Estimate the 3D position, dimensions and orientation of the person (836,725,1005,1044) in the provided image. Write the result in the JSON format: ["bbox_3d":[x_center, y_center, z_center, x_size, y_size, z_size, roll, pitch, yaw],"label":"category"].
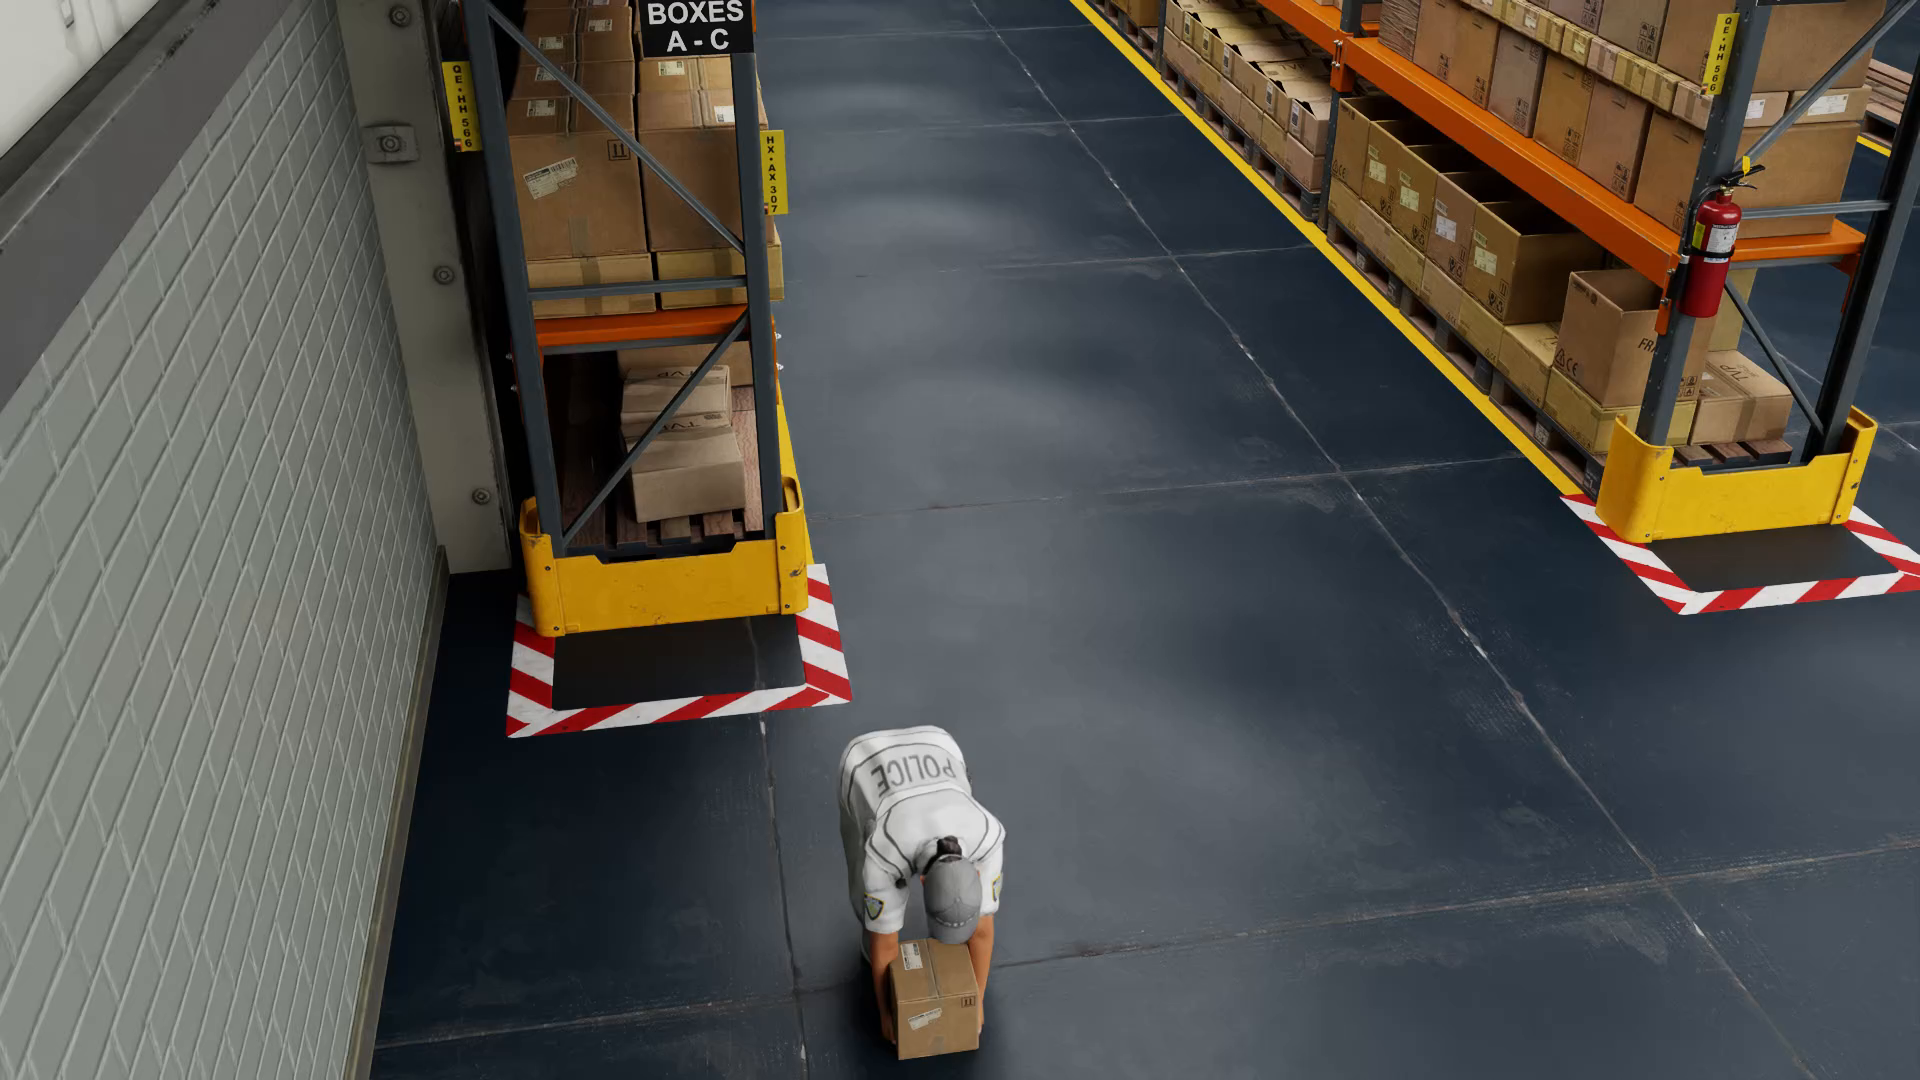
[{"bbox_3d":[-0.119,1.058,5.283,0.488,0.752,0.931,-6,31,-10],"label":"person"}]
